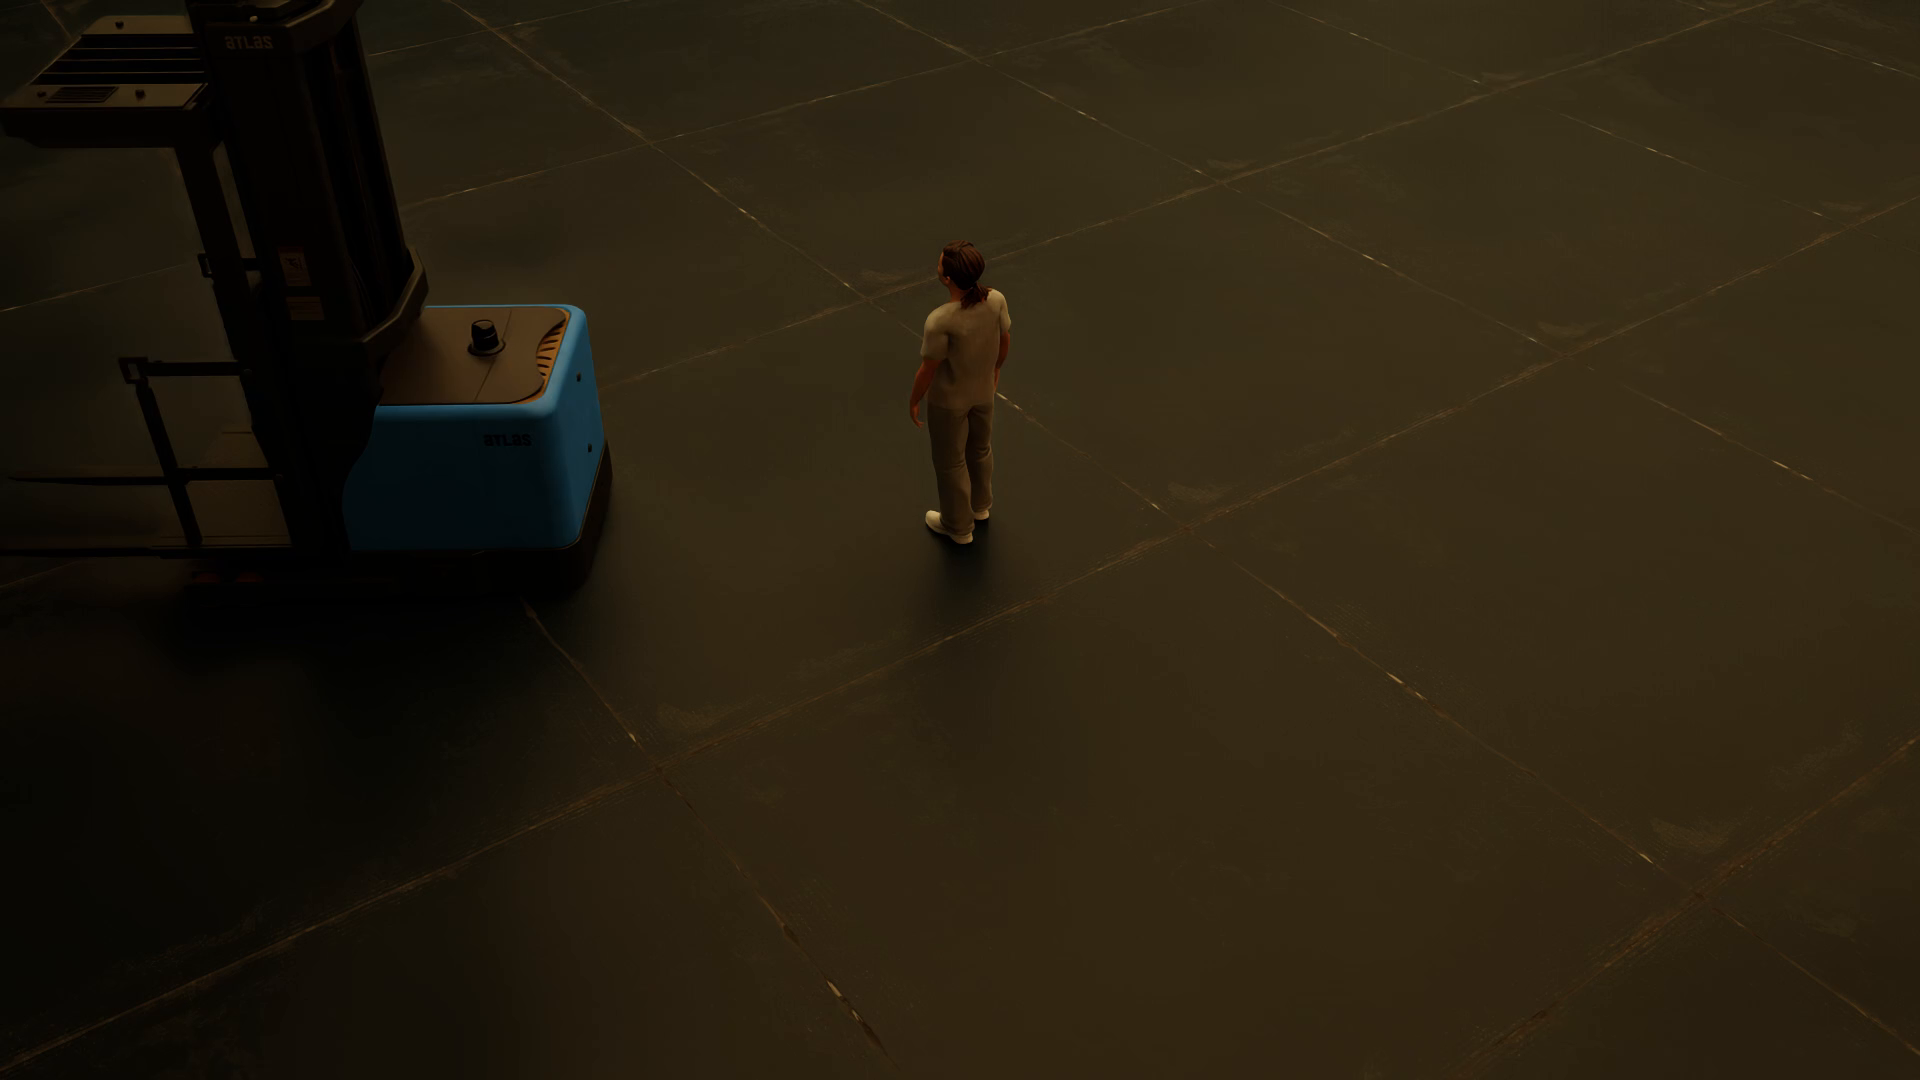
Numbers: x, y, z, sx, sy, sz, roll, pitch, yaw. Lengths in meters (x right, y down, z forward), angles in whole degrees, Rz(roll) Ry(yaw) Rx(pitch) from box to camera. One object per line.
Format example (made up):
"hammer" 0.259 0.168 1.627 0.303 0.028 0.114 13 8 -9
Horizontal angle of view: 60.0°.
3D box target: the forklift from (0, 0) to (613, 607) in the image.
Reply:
"forklift" -3.327 -1.175 7.534 3.031 2.935 1.130 -1 36 -1

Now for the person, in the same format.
"person" -0.036 -0.723 7.967 0.550 1.675 0.533 -23 42 -28
